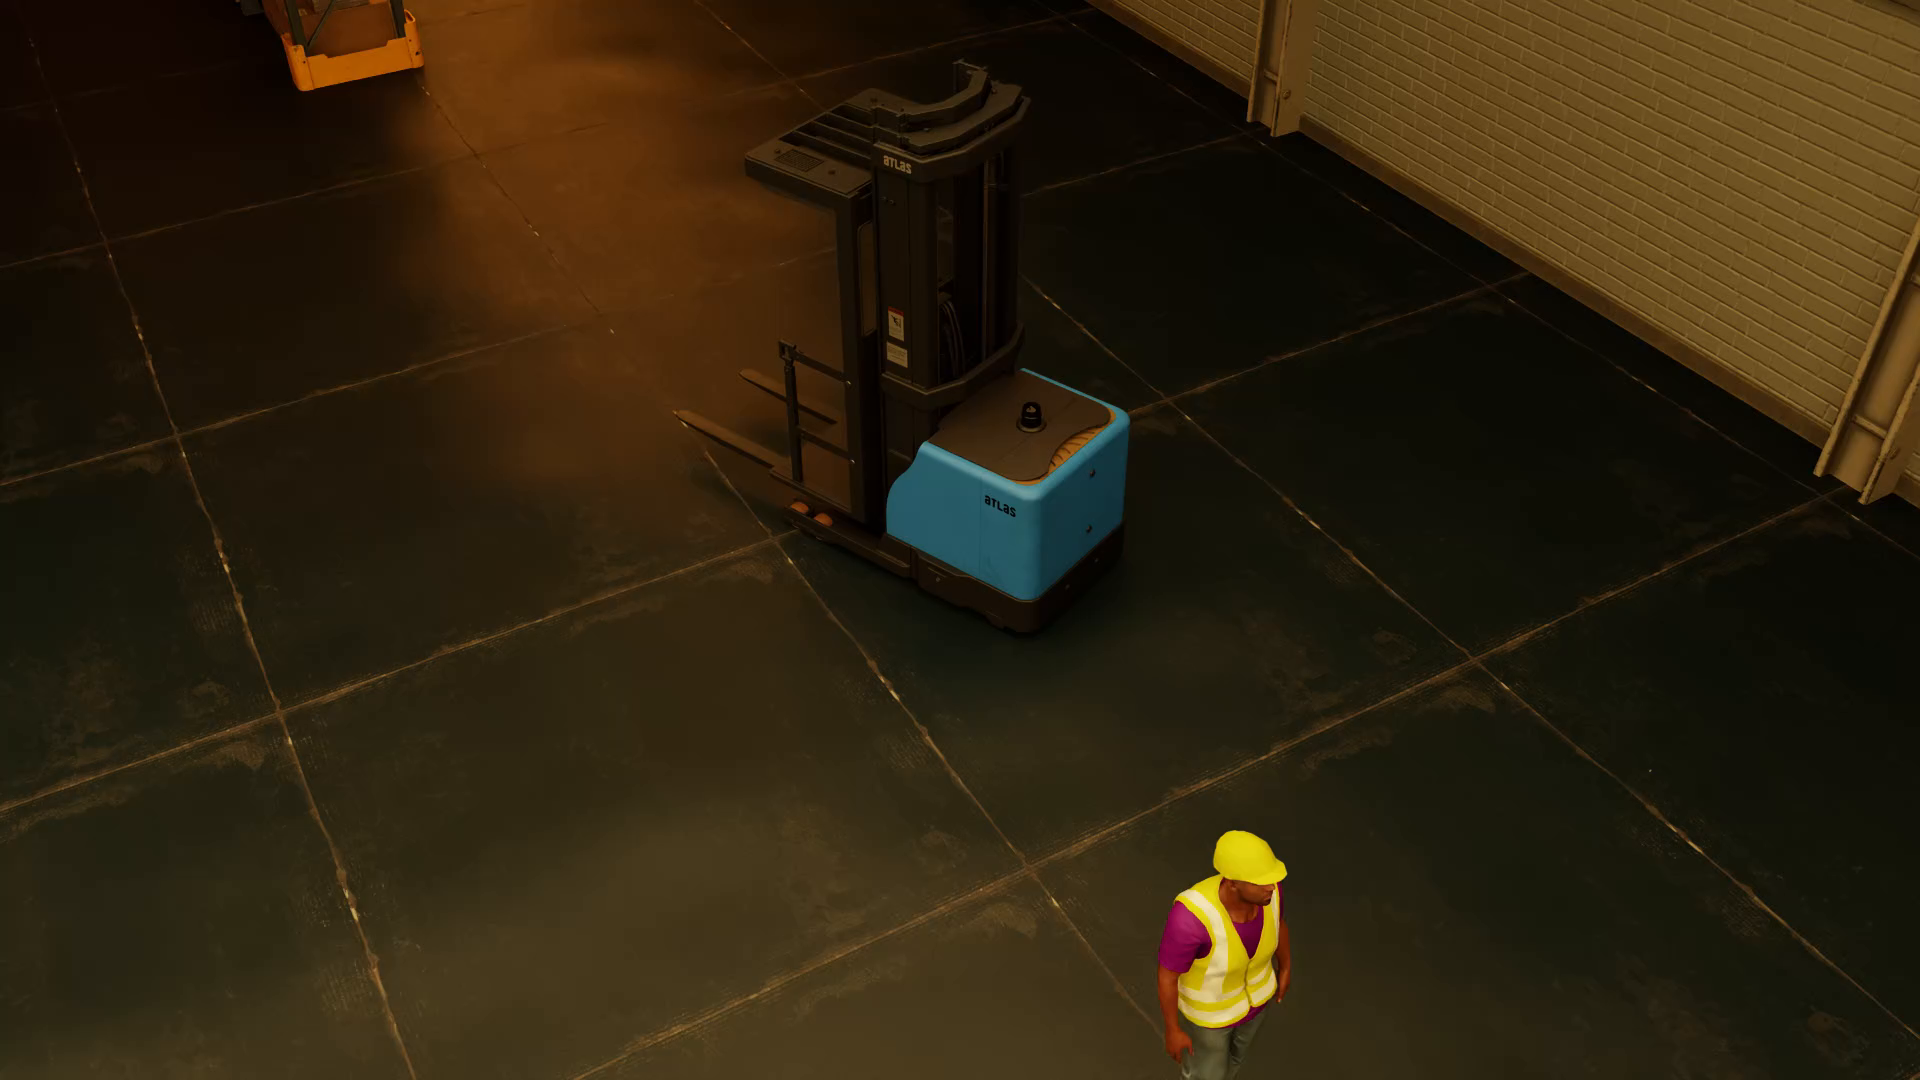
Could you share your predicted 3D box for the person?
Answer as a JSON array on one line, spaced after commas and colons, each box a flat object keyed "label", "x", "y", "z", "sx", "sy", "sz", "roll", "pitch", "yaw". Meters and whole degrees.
[{"label": "person", "x": 1.114, "y": 1.882, "z": 6.668, "sx": 0.665, "sy": 1.768, "sz": 0.575, "roll": -24, "pitch": 45, "yaw": -26}]

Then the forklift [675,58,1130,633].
[{"label": "forklift", "x": -0.481, "y": -1.366, "z": 9.683, "sx": 3.031, "sy": 2.935, "sz": 1.130, "roll": 26, "pitch": 46, "yaw": 28}]
